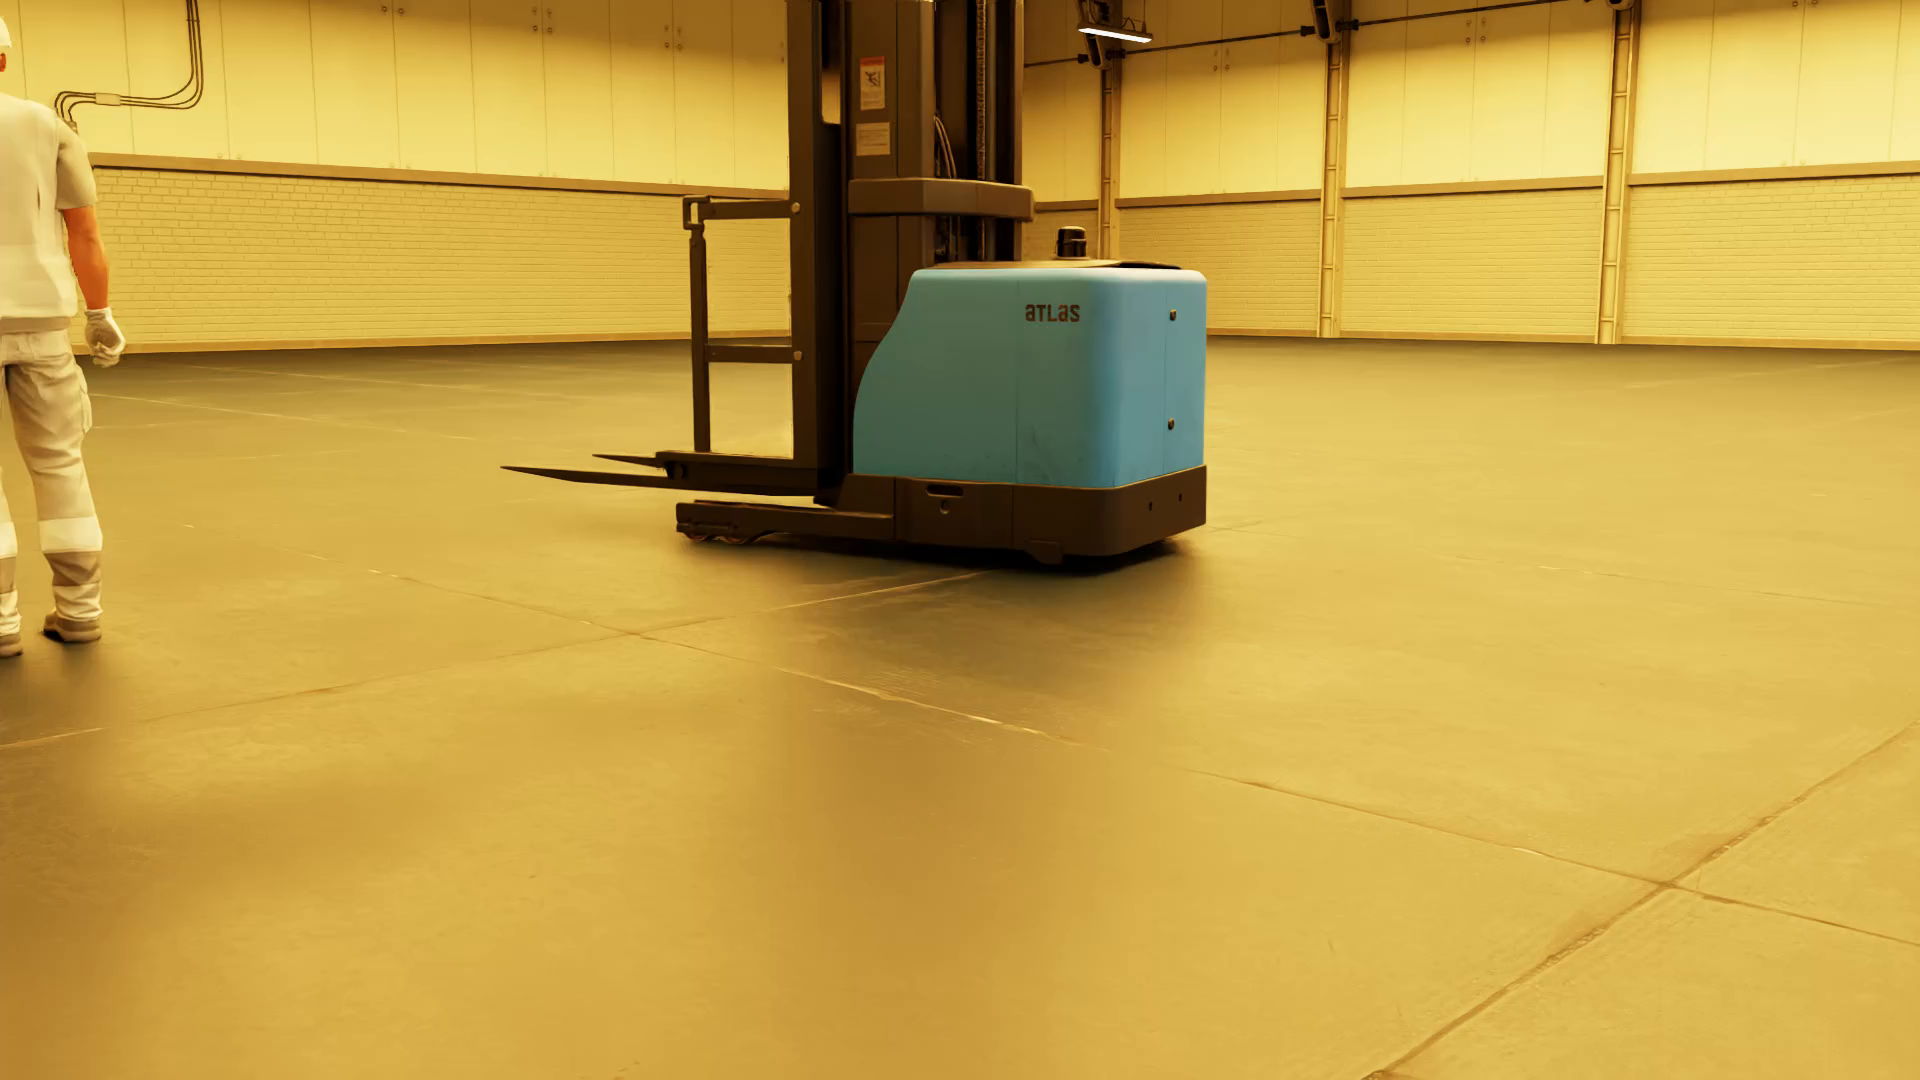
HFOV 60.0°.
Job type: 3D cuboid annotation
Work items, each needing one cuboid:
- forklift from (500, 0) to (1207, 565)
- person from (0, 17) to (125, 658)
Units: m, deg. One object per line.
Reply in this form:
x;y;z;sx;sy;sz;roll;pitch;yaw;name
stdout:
-0.559;-1.491;6.778;3.031;2.935;1.130;5;10;28;forklift
-2.674;-0.587;4.612;0.383;1.794;0.626;8;12;43;person
